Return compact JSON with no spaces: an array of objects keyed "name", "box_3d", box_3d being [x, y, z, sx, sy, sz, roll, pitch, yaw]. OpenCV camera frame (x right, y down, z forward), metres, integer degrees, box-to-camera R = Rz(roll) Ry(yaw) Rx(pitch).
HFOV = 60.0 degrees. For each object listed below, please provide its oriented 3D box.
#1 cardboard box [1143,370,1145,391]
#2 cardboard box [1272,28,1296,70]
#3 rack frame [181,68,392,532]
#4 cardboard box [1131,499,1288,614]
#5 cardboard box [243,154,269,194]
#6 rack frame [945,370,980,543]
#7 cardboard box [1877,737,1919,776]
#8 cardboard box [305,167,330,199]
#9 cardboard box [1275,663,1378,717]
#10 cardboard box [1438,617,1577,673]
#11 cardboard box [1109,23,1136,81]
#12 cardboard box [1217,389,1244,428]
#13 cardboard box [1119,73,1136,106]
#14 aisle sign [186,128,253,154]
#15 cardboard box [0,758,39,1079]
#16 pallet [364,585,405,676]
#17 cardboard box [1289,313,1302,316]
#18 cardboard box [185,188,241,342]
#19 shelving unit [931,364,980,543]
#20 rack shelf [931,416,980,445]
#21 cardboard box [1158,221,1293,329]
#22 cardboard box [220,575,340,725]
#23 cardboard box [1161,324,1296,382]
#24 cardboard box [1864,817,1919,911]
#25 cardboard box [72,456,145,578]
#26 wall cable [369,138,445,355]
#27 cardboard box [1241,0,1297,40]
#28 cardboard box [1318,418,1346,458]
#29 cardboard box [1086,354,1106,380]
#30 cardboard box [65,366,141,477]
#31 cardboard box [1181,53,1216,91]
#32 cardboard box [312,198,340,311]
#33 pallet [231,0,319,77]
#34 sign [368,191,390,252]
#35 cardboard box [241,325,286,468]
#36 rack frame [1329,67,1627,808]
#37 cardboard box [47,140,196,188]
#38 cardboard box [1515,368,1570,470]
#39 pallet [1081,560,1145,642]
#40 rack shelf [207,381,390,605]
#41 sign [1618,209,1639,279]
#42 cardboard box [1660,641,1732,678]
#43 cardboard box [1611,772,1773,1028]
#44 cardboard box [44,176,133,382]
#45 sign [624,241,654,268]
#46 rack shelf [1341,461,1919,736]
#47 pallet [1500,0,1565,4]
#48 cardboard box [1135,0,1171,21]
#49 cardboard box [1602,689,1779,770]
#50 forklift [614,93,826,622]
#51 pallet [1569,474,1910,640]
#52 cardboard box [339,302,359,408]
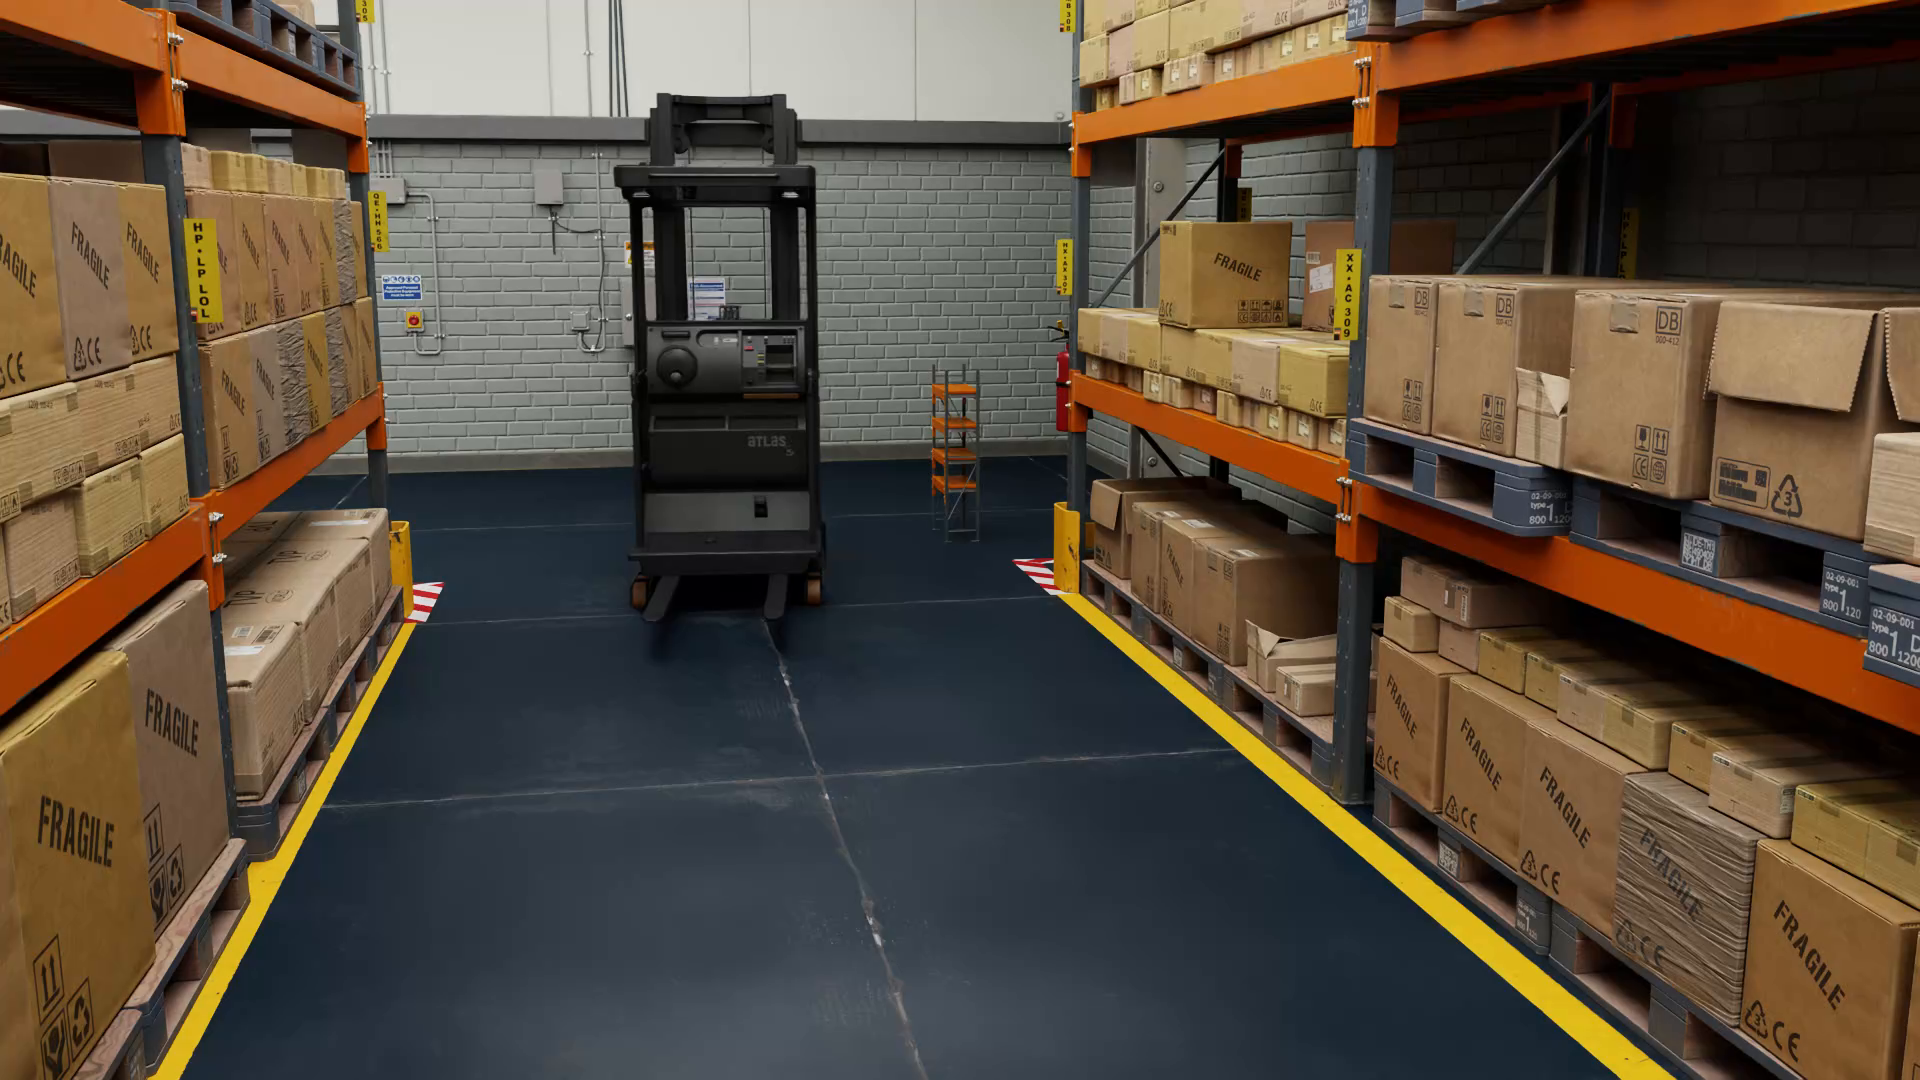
[{"name":"cardboard box","box_3d":[1.179,-0.834,8.726,0.380,0.149,0.250,-2,11,-10]},{"name":"cardboard box","box_3d":[1.488,-1.983,6.741,0.380,0.149,0.250,-2,11,-9]},{"name":"rack frame","box_3d":[-3.710,-1.035,9.113,1.000,3.000,0.127,-2,11,-11]},{"name":"cardboard box","box_3d":[1.312,0.079,8.821,0.700,0.500,0.500,-2,11,-9]},{"name":"cardboard box","box_3d":[-2.907,-1.417,6.444,0.380,0.149,0.250,-2,11,-13]},{"name":"rack frame","box_3d":[0.015,-0.575,11.509,0.240,1.200,0.015,-2,11,-11]},{"name":"cardboard box","box_3d":[2.614,0.612,4.288,0.380,0.149,0.250,-2,11,-11]},{"name":"cardboard box","box_3d":[-3.230,-1.698,7.919,0.380,0.149,0.250,-2,11,-10]},{"name":"cardboard box","box_3d":[1.540,0.620,6.919,0.380,0.149,0.250,-2,11,-13]},{"name":"cardboard box","box_3d":[1.875,0.344,5.696,0.380,0.149,0.250,-2,11,-13]},{"name":"cardboard box","box_3d":[1.095,-2.579,8.805,0.500,0.250,0.500,-2,11,-10]},{"name":"cardboard box","box_3d":[1.378,-0.597,7.484,0.380,0.149,0.250,-2,11,-12]},{"name":"cardboard box","box_3d":[1.049,-2.355,8.699,0.380,0.149,0.250,-2,11,-10]},{"name":"aisle sign","box_3d":[-4.009,-2.315,8.884,0.394,0.787,0.004,-2,11,-11]},{"name":"cardboard box","box_3d":[-2.376,0.976,3.105,0.875,0.875,0.875,-2,11,-10]},{"name":"pallet","box_3d":[-3.478,0.478,8.618,1.003,0.211,1.213,-2,11,-11]},{"name":"cardboard box","box_3d":[1.607,-1.120,9.162,0.500,0.250,0.500,-2,11,-11]},{"name":"cardboard box","box_3d":[-2.787,-0.938,5.661,0.500,0.500,0.500,-2,11,-11]},{"name":"shelving unit","box_3d":[-0.032,-0.620,11.744,0.258,1.200,0.503,-2,11,-11]},{"name":"rack shelf","box_3d":[-0.032,-0.773,11.715,0.258,0.148,0.480,-2,11,-11]},{"name":"cardboard box","box_3d":[1.274,-1.289,8.047,0.500,0.500,0.500,-2,11,-10]},{"name":"cardboard box","box_3d":[-3.124,0.468,6.947,0.875,0.438,0.875,-2,11,-13]},{"name":"cardboard box","box_3d":[1.302,-0.918,8.100,0.500,0.250,0.500,-2,11,-13]},{"name":"cardboard box","box_3d":[2.271,0.724,3.700,0.380,0.149,0.250,-2,11,-9]},{"name":"cardboard box","box_3d":[-2.500,-0.061,4.398,0.500,0.250,0.500,-2,11,-12]},{"name":"wall cable","box_3d":[-4.830,-2.583,14.444,0.585,1.953,0.123,-2,11,-11]},{"name":"cardboard box","box_3d":[1.485,-2.203,6.832,0.500,0.250,0.500,-3,11,-13]},{"name":"cardboard box","box_3d":[1.626,-0.409,6.493,0.380,0.149,0.250,-2,11,-10]},{"name":"cardboard box","box_3d":[0.953,-1.023,9.719,0.380,0.149,0.250,-2,11,-11]},{"name":"cardboard box","box_3d":[-2.503,-0.310,4.367,0.500,0.250,0.500,-2,11,-10]},{"name":"cardboard box","box_3d":[1.248,-2.169,7.722,0.380,0.149,0.250,-2,11,-10]},{"name":"cardboard box","box_3d":[-3.159,-1.310,7.616,0.500,0.500,0.500,-2,11,-11]},{"name":"pallet","box_3d":[-3.315,-2.105,6.950,1.003,0.211,1.213,-2,11,-11]},{"name":"sign","box_3d":[-3.175,-1.738,9.073,0.100,0.325,0.005,-2,11,-11]},{"name":"cardboard box","box_3d":[-2.860,-0.539,6.237,0.500,0.500,0.500,-2,11,-11]},{"name":"rack frame","box_3d":[1.936,-0.483,6.211,1.000,3.000,0.127,-2,11,-11]},{"name":"cardboard box","box_3d":[-2.739,-1.228,5.449,0.380,0.149,0.250,-2,11,-12]},{"name":"cardboard box","box_3d":[1.830,-0.354,4.772,0.396,0.266,0.258,-2,11,-8]},{"name":"pallet","box_3d":[1.329,0.314,9.485,1.003,0.211,1.213,-2,11,-11]},{"name":"rack shelf","box_3d":[-3.321,-0.315,7.253,1.077,0.370,4.000,-2,11,-11]},{"name":"sign","box_3d":[2.480,-1.072,6.212,0.100,0.325,0.005,-2,11,-11]},{"name":"cardboard box","box_3d":[2.478,0.416,5.318,0.380,0.149,0.250,-3,11,-14]},{"name":"cardboard box","box_3d":[2.110,0.920,4.402,0.500,0.500,0.500,-3,11,-13]},{"name":"cardboard box","box_3d":[-2.491,-0.674,4.276,0.500,0.500,0.500,-2,11,-10]},{"name":"sign","box_3d":[-2.835,-2.560,14.915,0.339,0.242,0.001,-2,11,-11]},{"name":"rack shelf","box_3d":[2.325,0.237,4.351,1.077,0.370,4.000,-2,11,-11]},{"name":"pallet","box_3d":[2.199,-1.552,4.307,1.213,0.211,1.003,-2,11,-11]},{"name":"cardboard box","box_3d":[1.190,-2.732,8.273,0.500,0.250,0.500,-2,11,-12]},{"name":"cardboard box","box_3d":[2.060,0.533,4.702,0.380,0.149,0.250,-2,11,-9]},{"name":"forklift","box_3d":[-1.365,-1.102,9.646,1.130,2.935,3.031,-1,11,-4]},{"name":"pallet","box_3d":[2.331,-0.011,4.247,1.003,0.211,1.213,-2,11,-11]},{"name":"cardboard box","box_3d":[-3.274,-0.913,8.203,0.500,0.500,0.500,-2,11,-12]}]
